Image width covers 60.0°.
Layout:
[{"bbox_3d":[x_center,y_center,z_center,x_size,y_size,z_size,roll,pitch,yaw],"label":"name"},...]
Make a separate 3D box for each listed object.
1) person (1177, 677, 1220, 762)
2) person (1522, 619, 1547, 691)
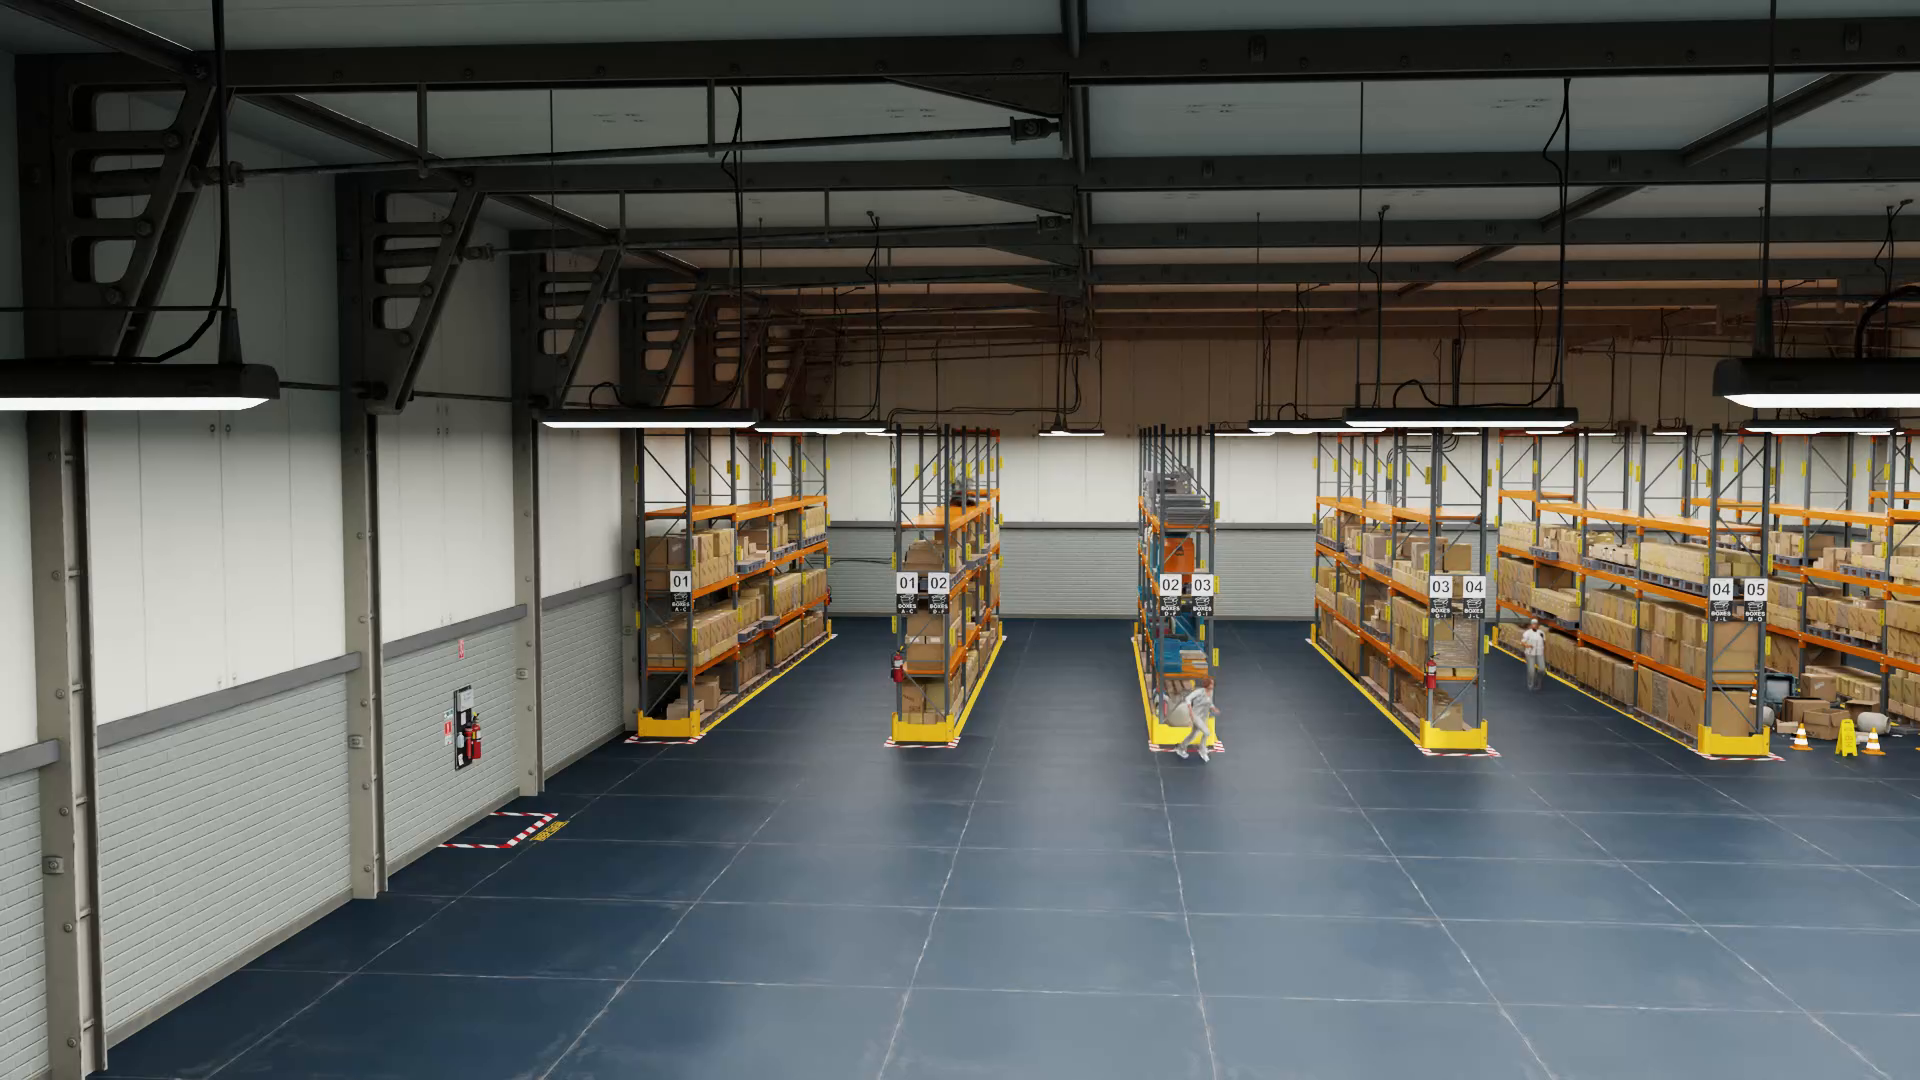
[{"bbox_3d":[4.230,3.170,29.602,0.852,1.516,0.521,3,5,44],"label":"person"},{"bbox_3d":[13.033,2.616,37.649,0.592,1.620,0.566,0,3,5],"label":"person"}]
